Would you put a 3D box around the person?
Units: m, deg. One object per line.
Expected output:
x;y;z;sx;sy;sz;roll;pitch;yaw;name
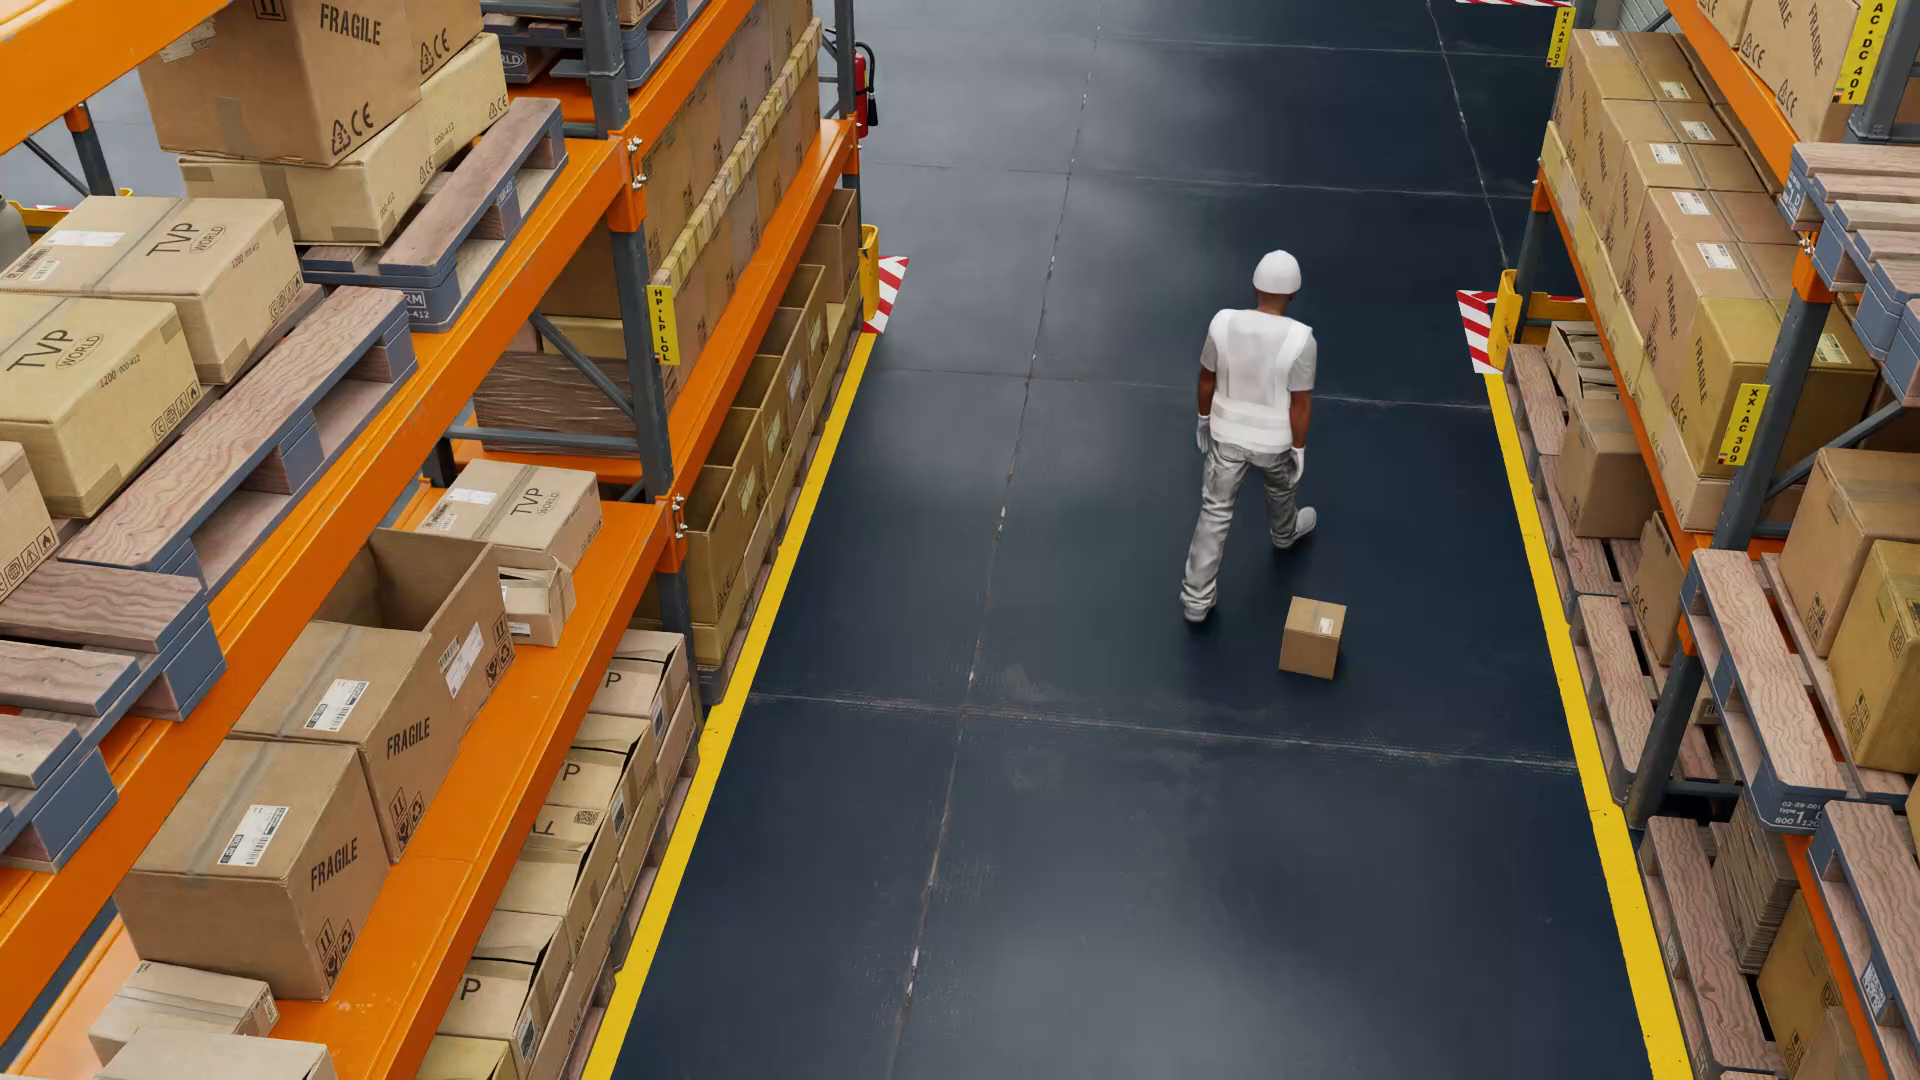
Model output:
1.385;-0.542;7.801;0.577;1.714;1.098;16;39;20;person
